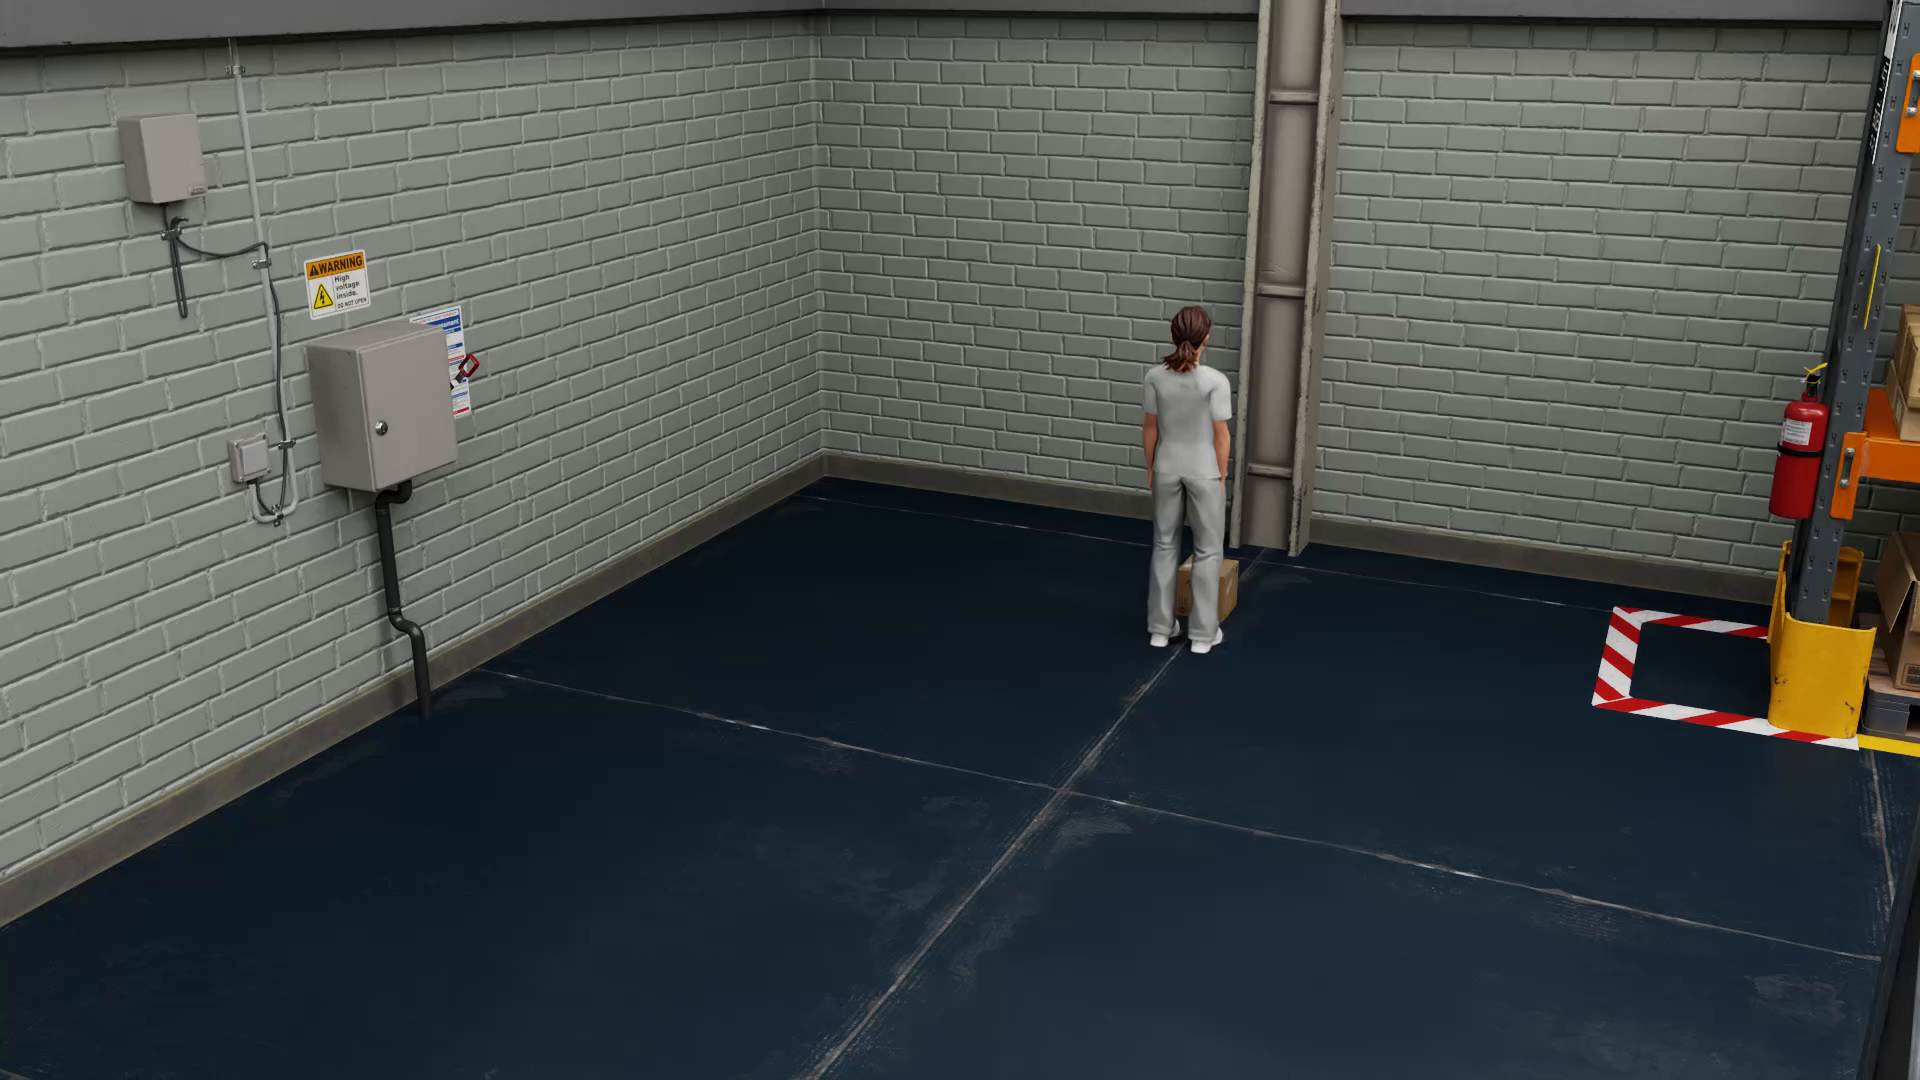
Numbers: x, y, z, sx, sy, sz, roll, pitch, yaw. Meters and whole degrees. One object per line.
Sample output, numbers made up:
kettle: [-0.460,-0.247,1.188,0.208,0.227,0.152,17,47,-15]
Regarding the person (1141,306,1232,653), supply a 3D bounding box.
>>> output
person: [1.069,-0.286,7.898,0.437,1.673,0.378,9,21,24]
